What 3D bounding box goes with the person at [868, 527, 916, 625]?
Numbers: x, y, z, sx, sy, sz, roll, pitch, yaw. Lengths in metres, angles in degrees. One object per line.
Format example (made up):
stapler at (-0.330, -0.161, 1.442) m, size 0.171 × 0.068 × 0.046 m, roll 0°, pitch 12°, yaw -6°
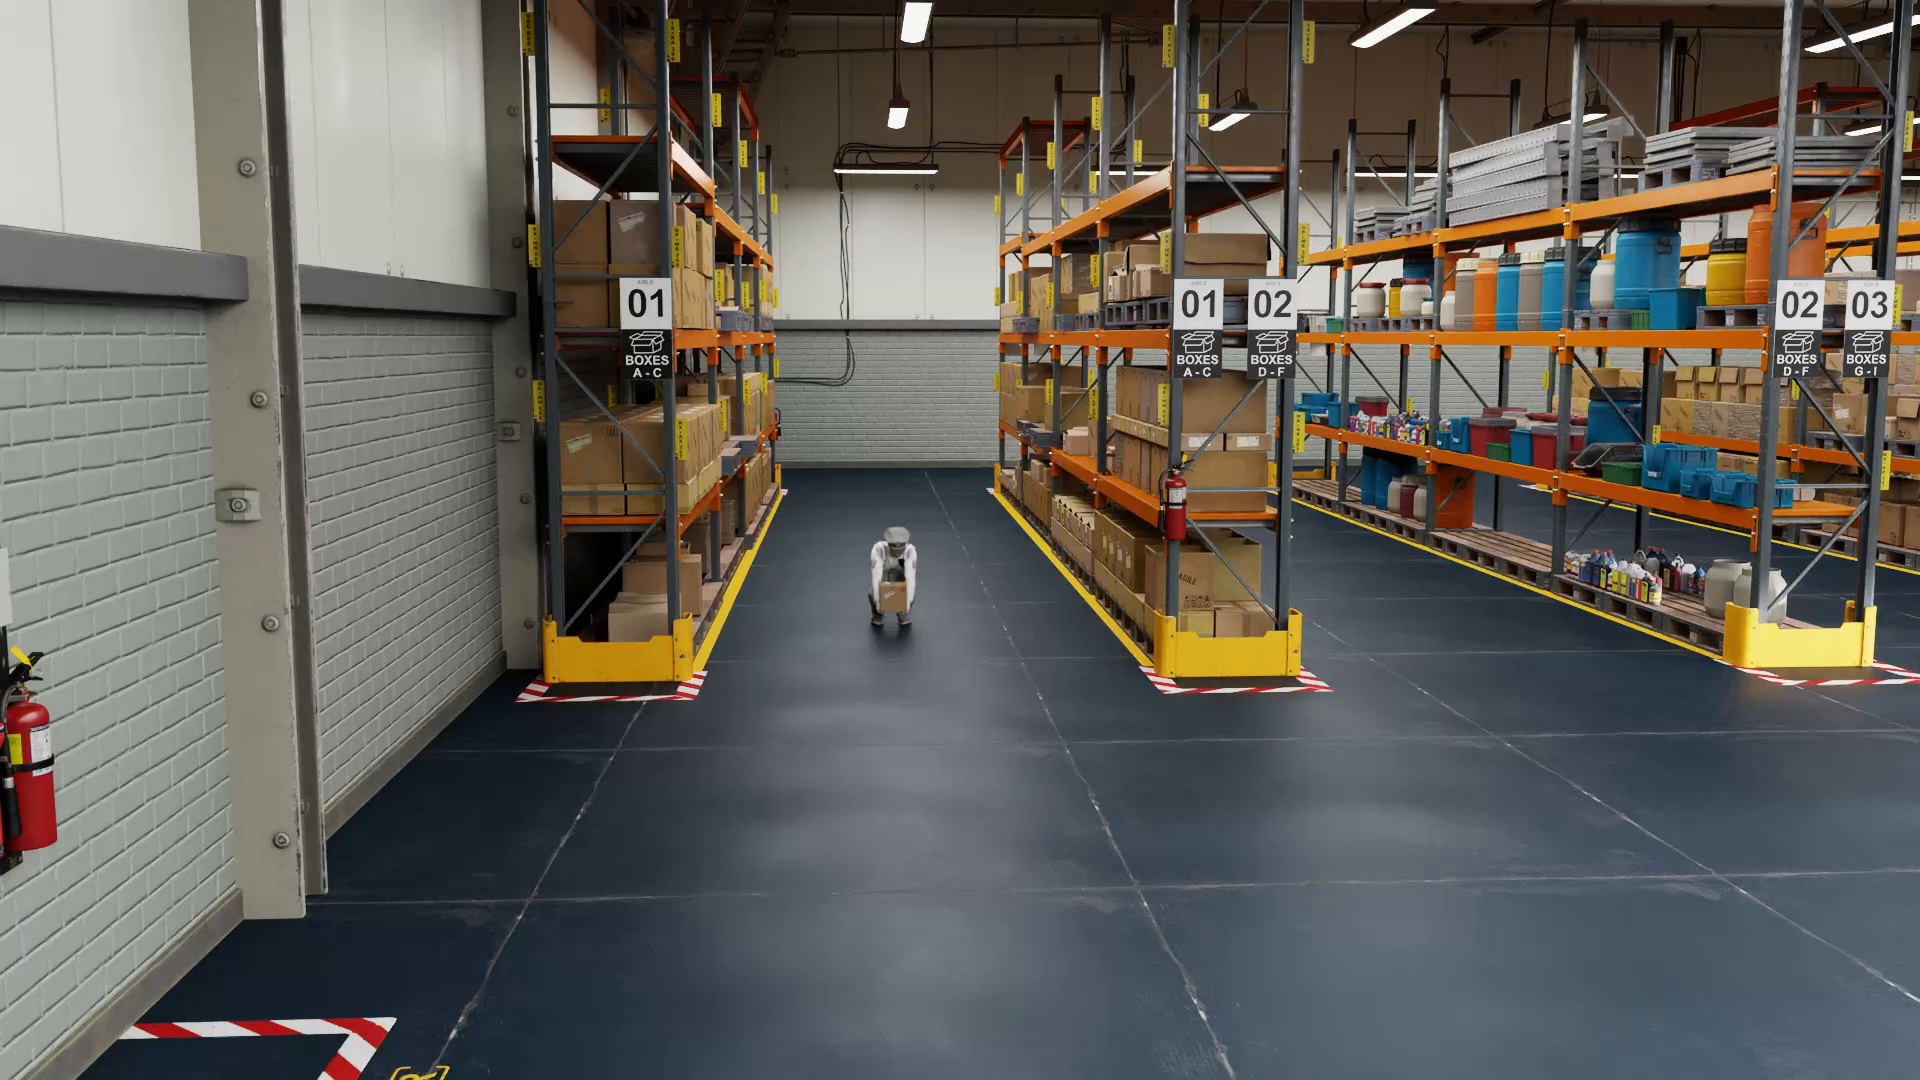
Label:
person at (-0.651, 0.339, 15.867) m, size 0.466 × 0.979 × 0.851 m, roll -1°, pitch 7°, yaw -5°
